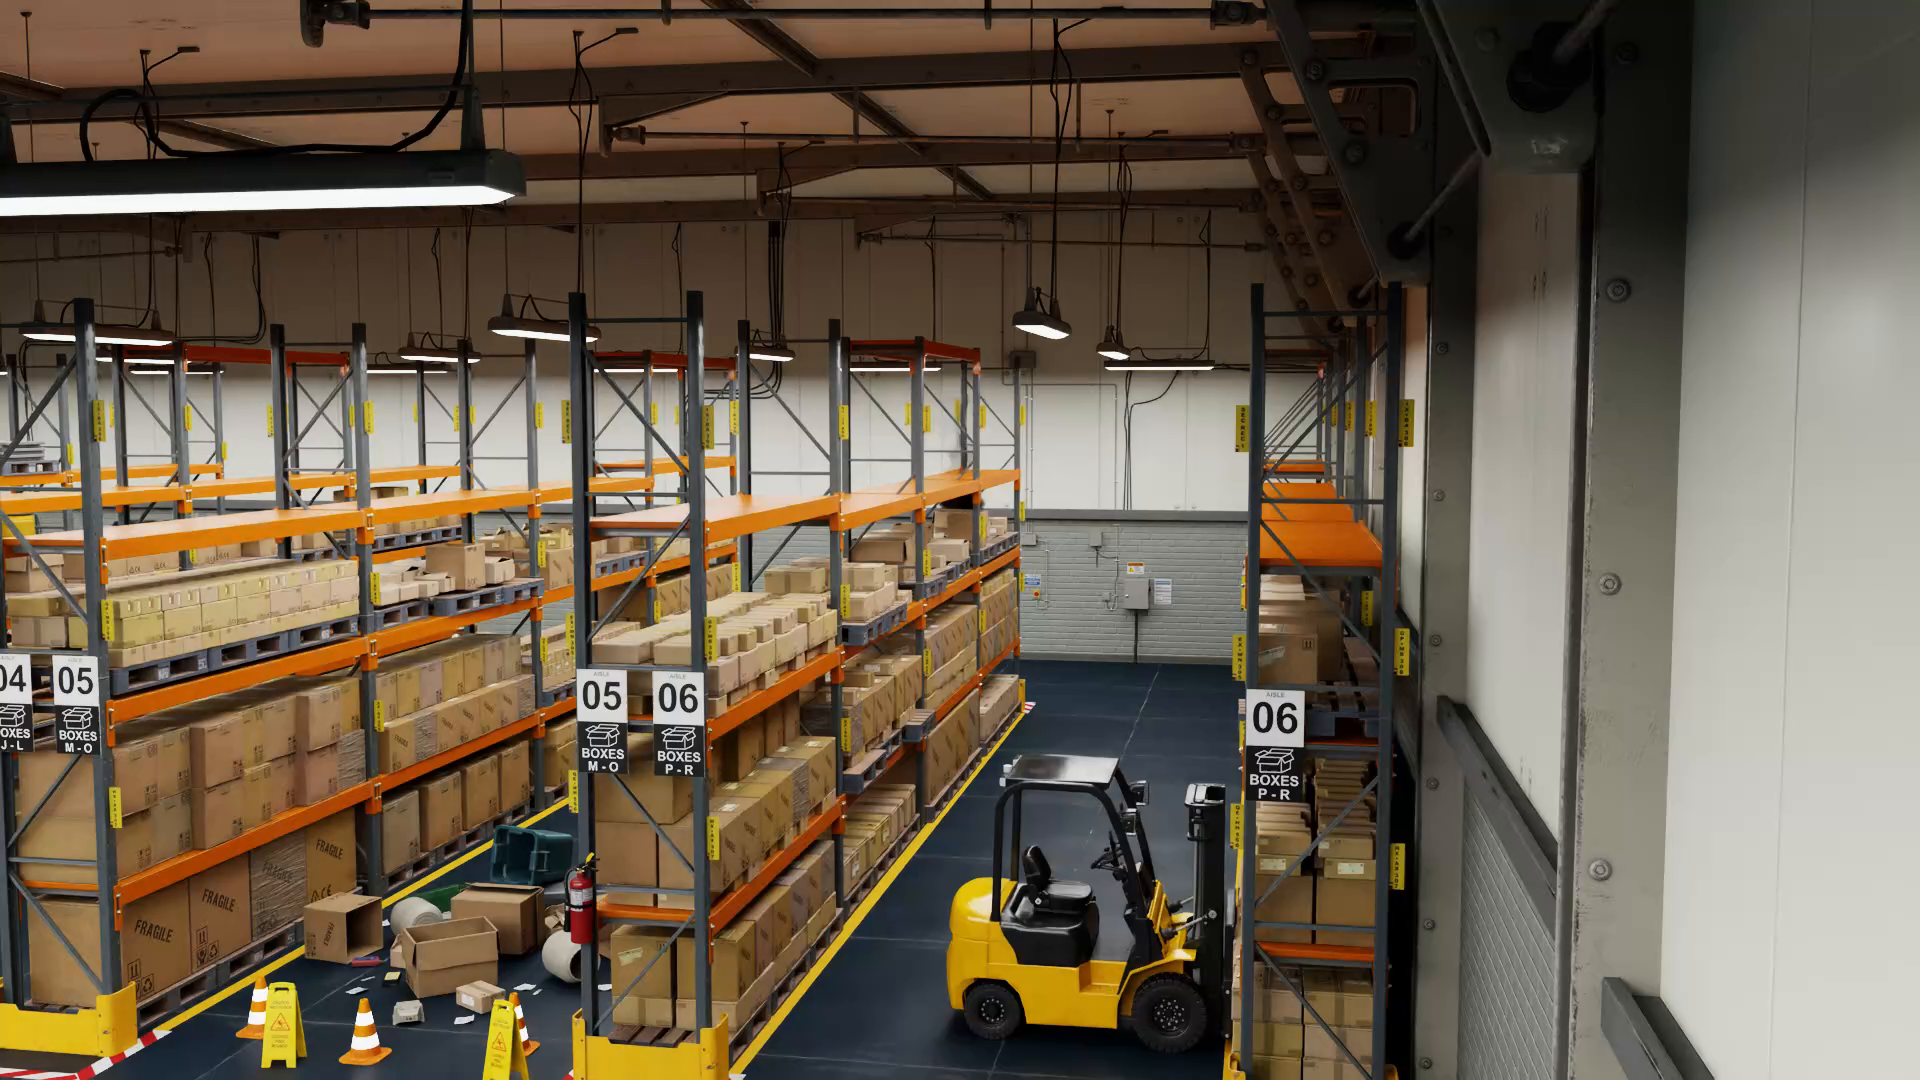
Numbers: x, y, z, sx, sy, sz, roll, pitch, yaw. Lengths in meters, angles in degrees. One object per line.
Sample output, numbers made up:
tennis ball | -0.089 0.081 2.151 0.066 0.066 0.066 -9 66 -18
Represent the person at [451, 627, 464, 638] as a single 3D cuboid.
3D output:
person | -7.991 2.138 27.207 0.686 1.710 0.931 1 5 14
